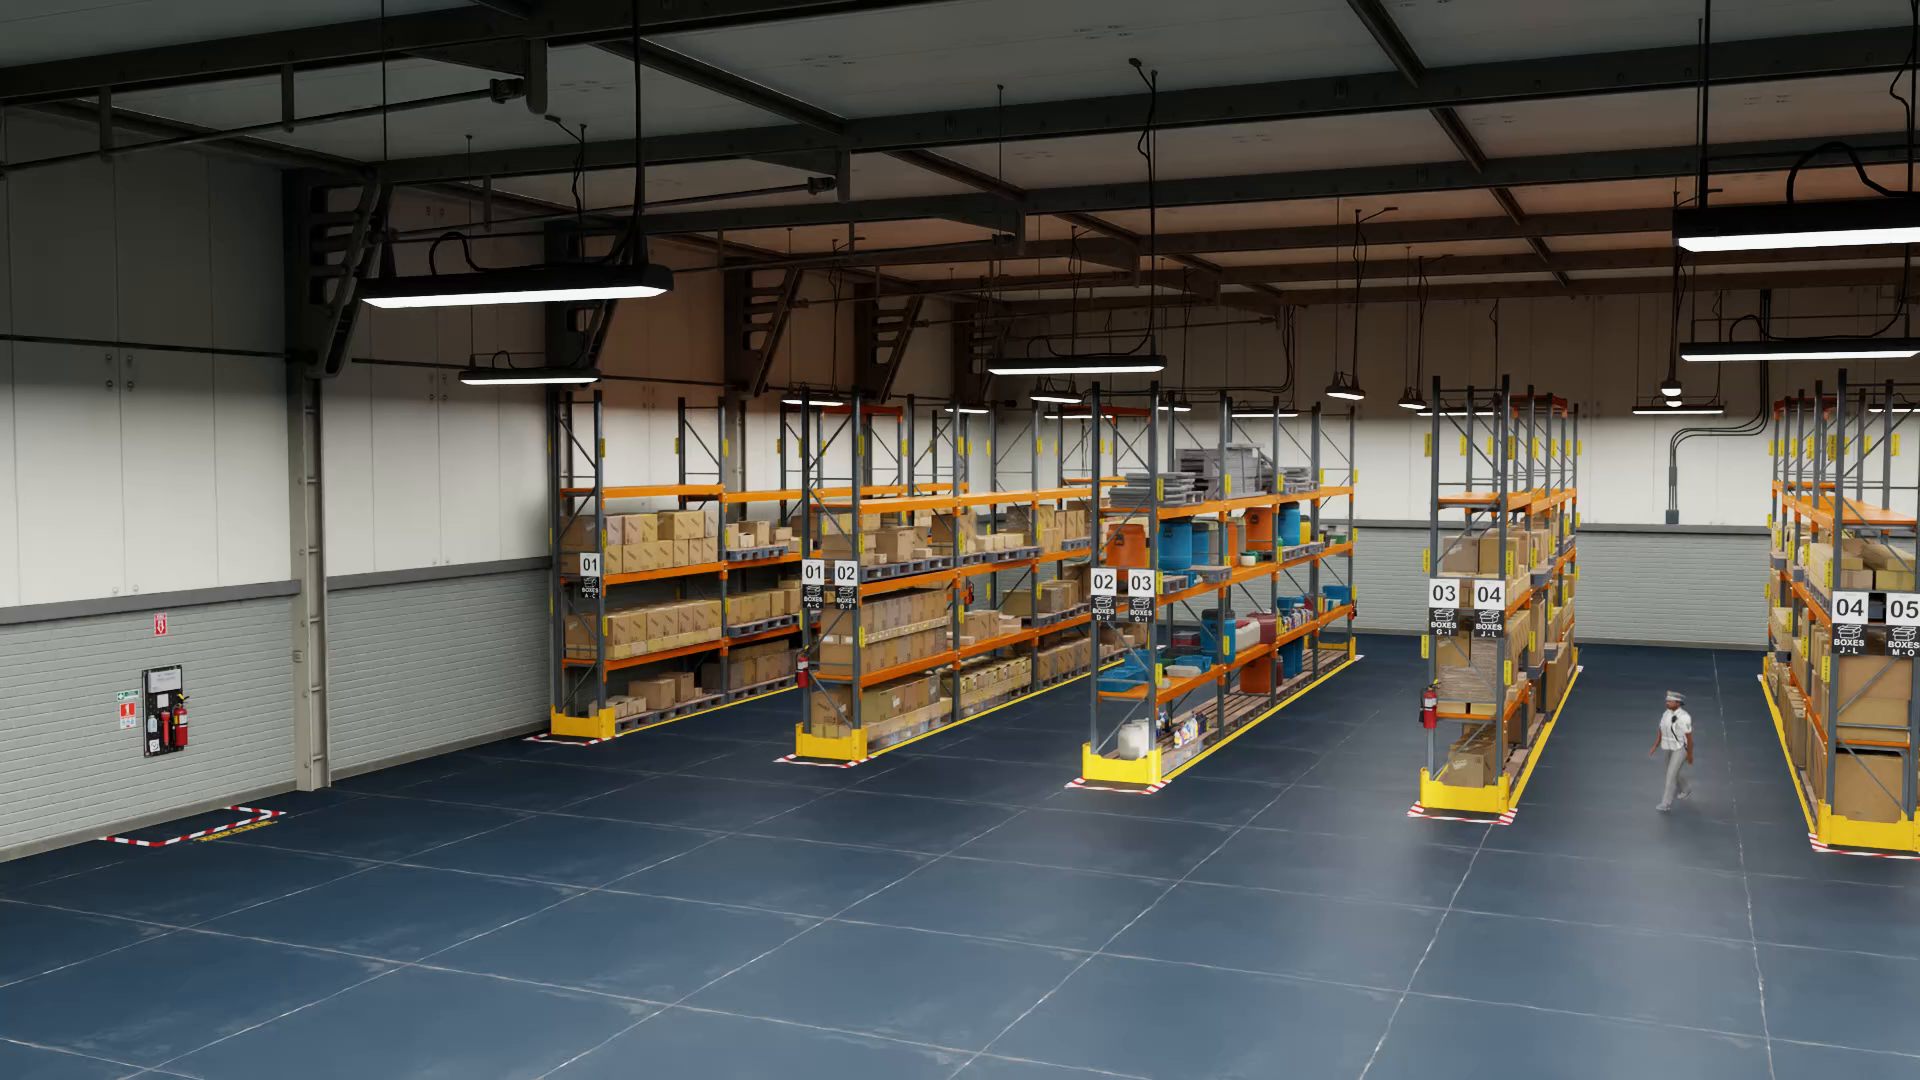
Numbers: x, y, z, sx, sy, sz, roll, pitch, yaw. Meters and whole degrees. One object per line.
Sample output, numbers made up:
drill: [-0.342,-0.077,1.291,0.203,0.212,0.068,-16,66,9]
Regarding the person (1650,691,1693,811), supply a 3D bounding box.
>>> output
person: [9.927,2.892,23.097,1.064,1.620,0.525,-2,4,-34]
